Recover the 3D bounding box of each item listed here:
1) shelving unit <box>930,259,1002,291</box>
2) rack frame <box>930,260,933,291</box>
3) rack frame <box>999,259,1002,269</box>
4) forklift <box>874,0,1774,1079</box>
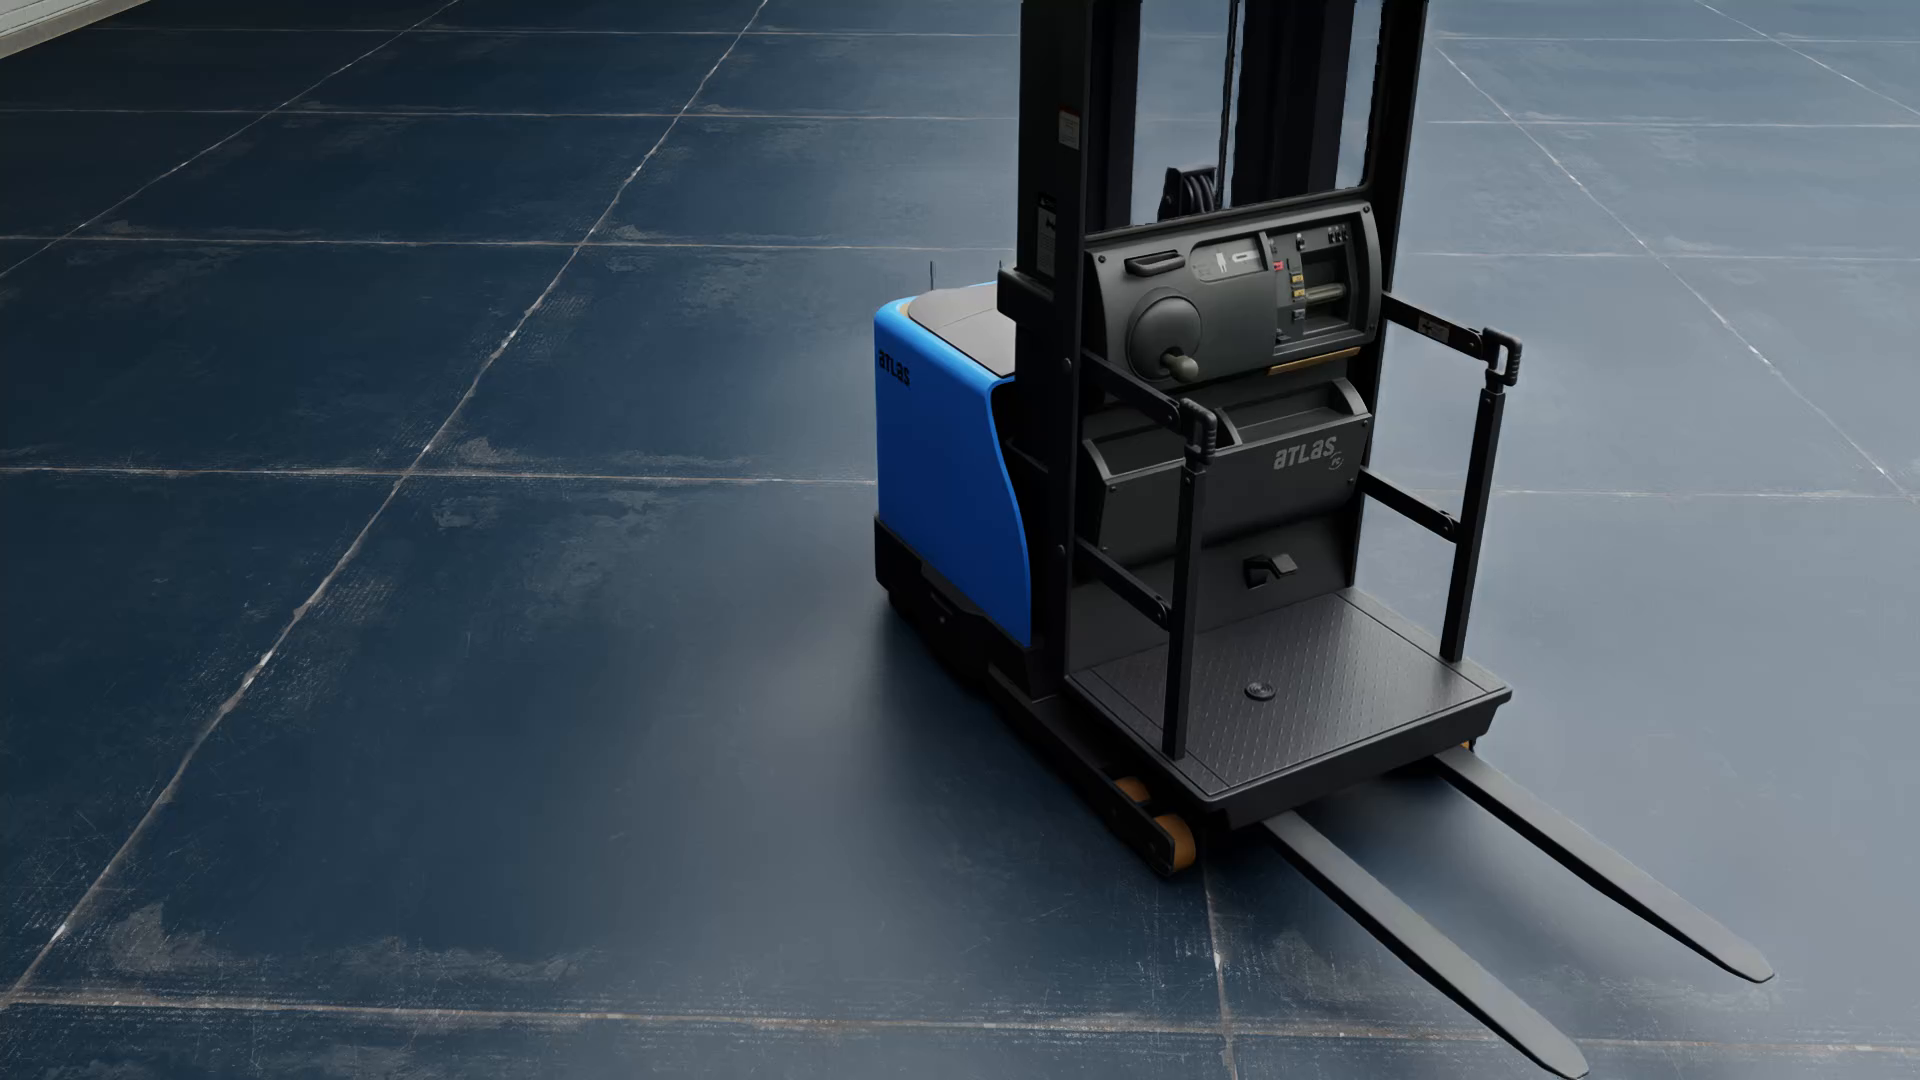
[{"bbox_3d":[0.023,-0.481,6.036,0.252,1.050,0.215,-1,28,-1],"label":"shelving unit"},{"bbox_3d":[-0.099,-0.480,6.034,0.008,1.050,0.200,-1,28,-1],"label":"rack frame"},{"bbox_3d":[0.145,-0.482,6.038,0.008,1.050,0.200,-1,28,-1],"label":"rack frame"},{"bbox_3d":[0.864,-0.629,4.307,1.130,2.935,3.031,-15,31,-26],"label":"forklift"}]
